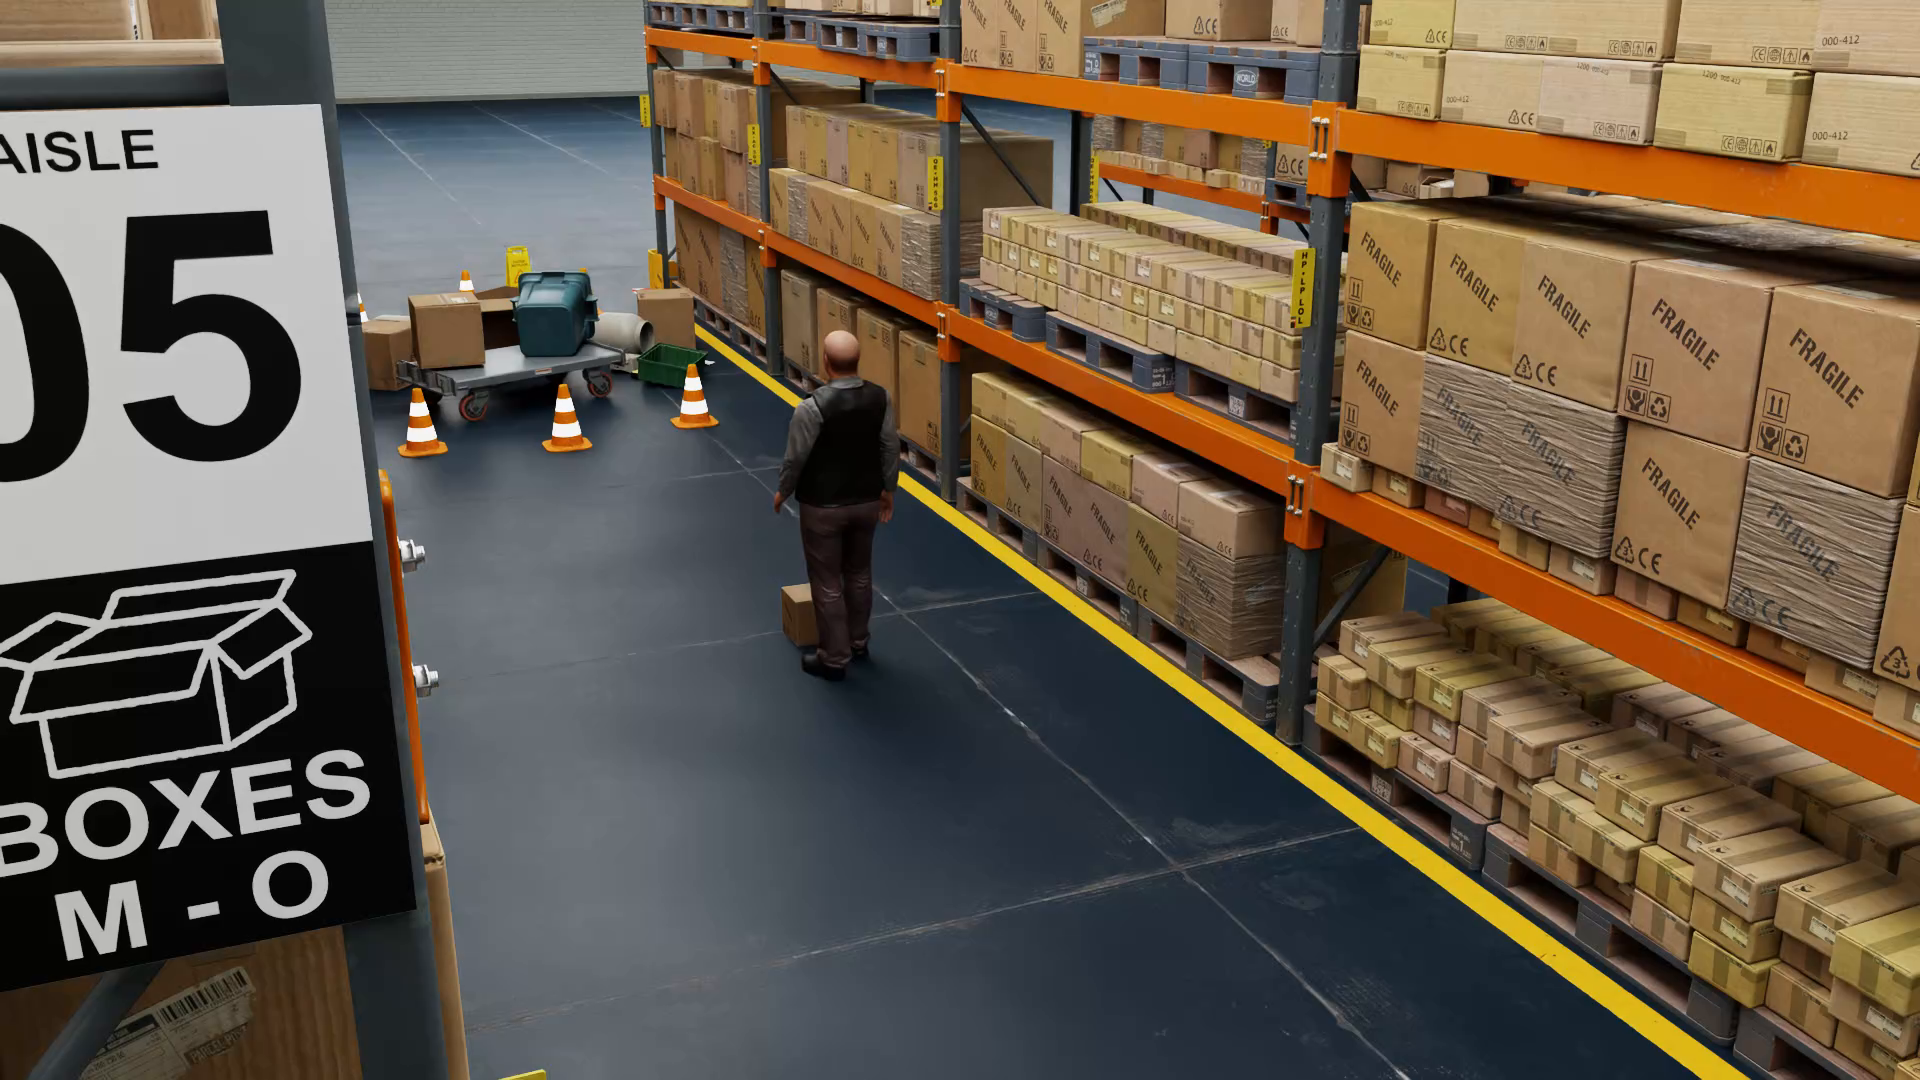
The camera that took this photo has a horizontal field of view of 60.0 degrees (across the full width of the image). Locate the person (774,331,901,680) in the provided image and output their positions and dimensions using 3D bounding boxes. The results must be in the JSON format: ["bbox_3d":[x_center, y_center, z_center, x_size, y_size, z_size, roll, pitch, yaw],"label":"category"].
[{"bbox_3d":[-0.628,-0.185,8.149,0.591,1.740,0.526,-13,23,-33],"label":"person"}]
